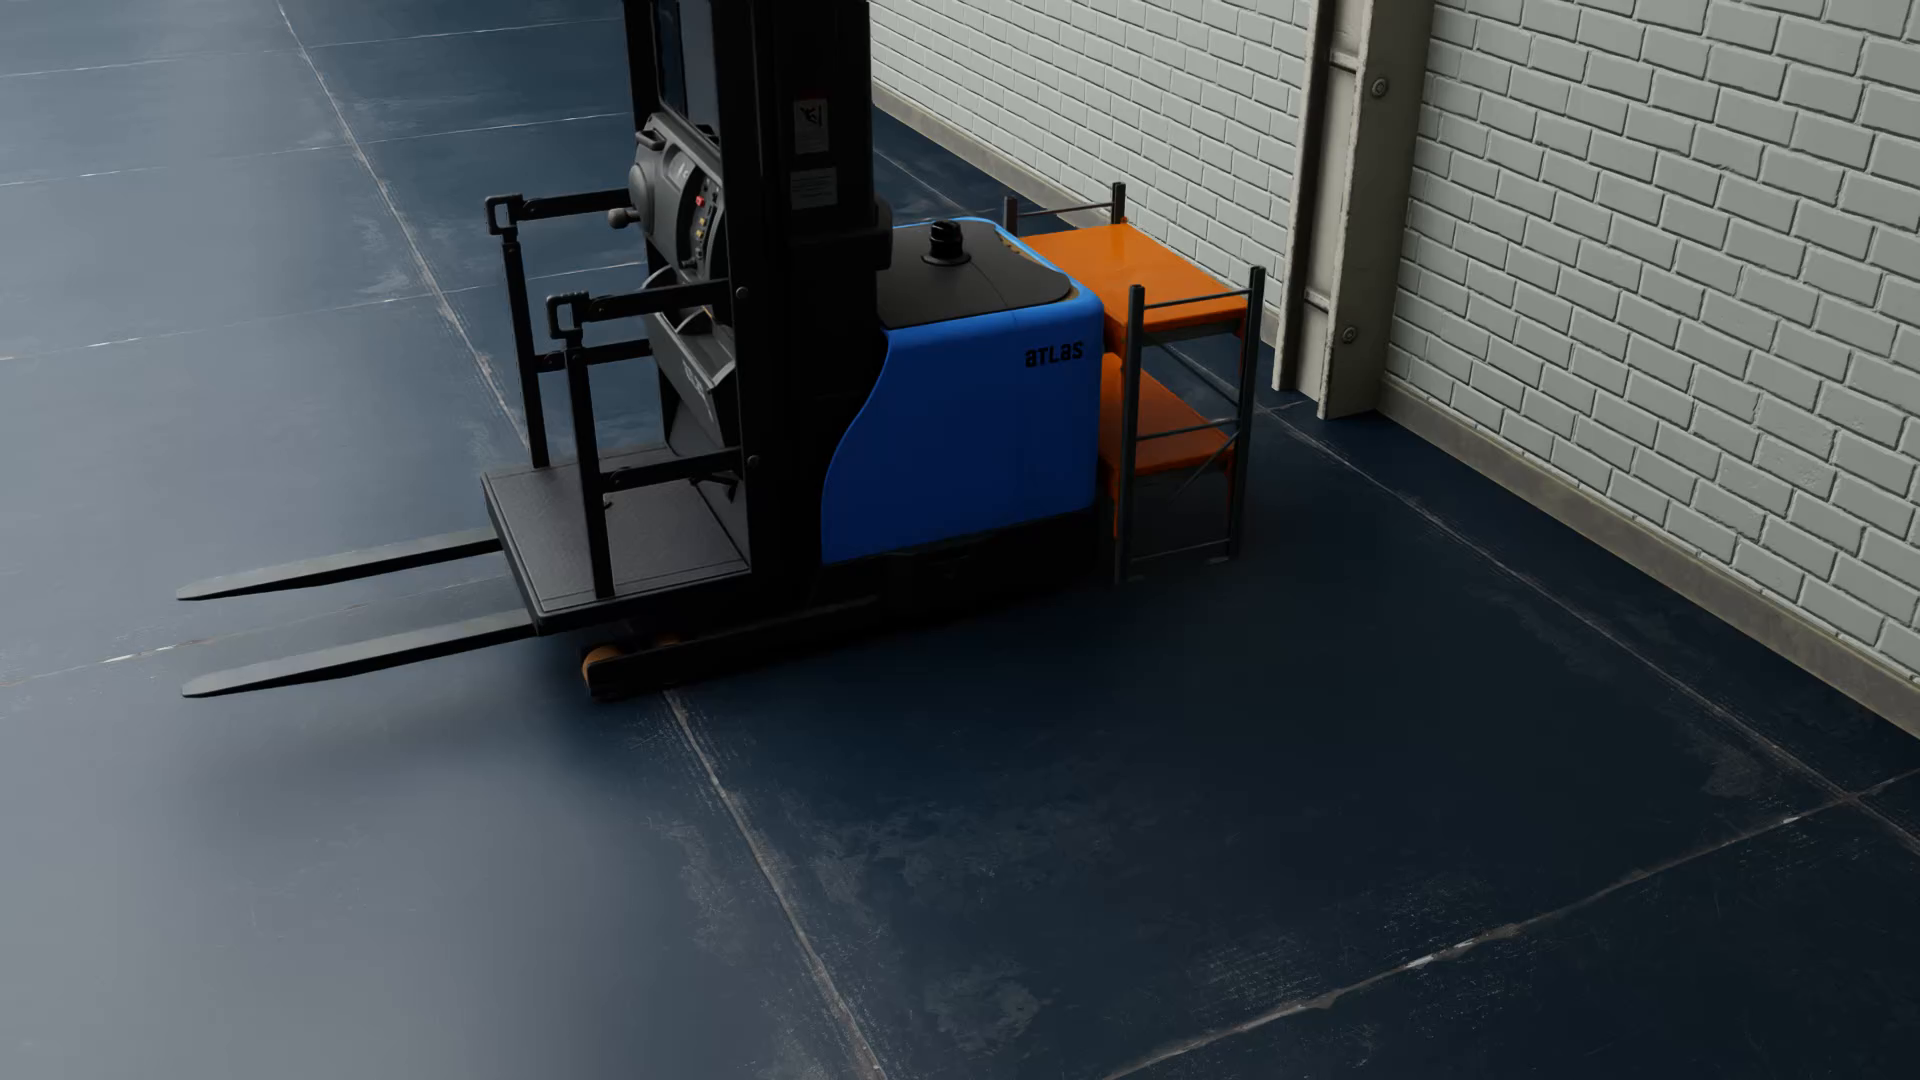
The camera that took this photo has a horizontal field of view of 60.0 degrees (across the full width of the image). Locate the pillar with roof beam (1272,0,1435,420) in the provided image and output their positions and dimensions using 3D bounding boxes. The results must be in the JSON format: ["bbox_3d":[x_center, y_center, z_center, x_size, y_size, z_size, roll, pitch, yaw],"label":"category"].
[{"bbox_3d":[-2.266,-3.656,3.570,9.100,9.000,0.400,-13,32,-22],"label":"pillar with roof beam"}]

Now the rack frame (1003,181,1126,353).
[{"bbox_3d":[0.401,-0.840,6.598,0.500,1.125,0.032,-11,31,-19],"label":"rack frame"}]

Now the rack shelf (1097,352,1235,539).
[{"bbox_3d":[0.596,-0.397,6.308,0.538,0.278,1.000,-11,31,-19],"label":"rack shelf"}]

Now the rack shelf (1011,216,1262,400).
[{"bbox_3d":[0.596,-0.866,6.045,0.538,0.278,1.000,-11,31,-19],"label":"rack shelf"}]

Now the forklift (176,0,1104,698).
[{"bbox_3d":[-1.069,-1.064,5.151,3.031,2.935,1.130,-12,31,-21],"label":"forklift"}]

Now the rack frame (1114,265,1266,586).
[{"bbox_3d":[0.790,-0.380,5.778,0.500,1.125,0.032,-11,31,-19],"label":"rack frame"}]

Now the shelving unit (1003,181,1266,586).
[{"bbox_3d":[0.596,-0.610,6.188,0.538,1.125,1.048,-11,31,-19],"label":"shelving unit"}]
